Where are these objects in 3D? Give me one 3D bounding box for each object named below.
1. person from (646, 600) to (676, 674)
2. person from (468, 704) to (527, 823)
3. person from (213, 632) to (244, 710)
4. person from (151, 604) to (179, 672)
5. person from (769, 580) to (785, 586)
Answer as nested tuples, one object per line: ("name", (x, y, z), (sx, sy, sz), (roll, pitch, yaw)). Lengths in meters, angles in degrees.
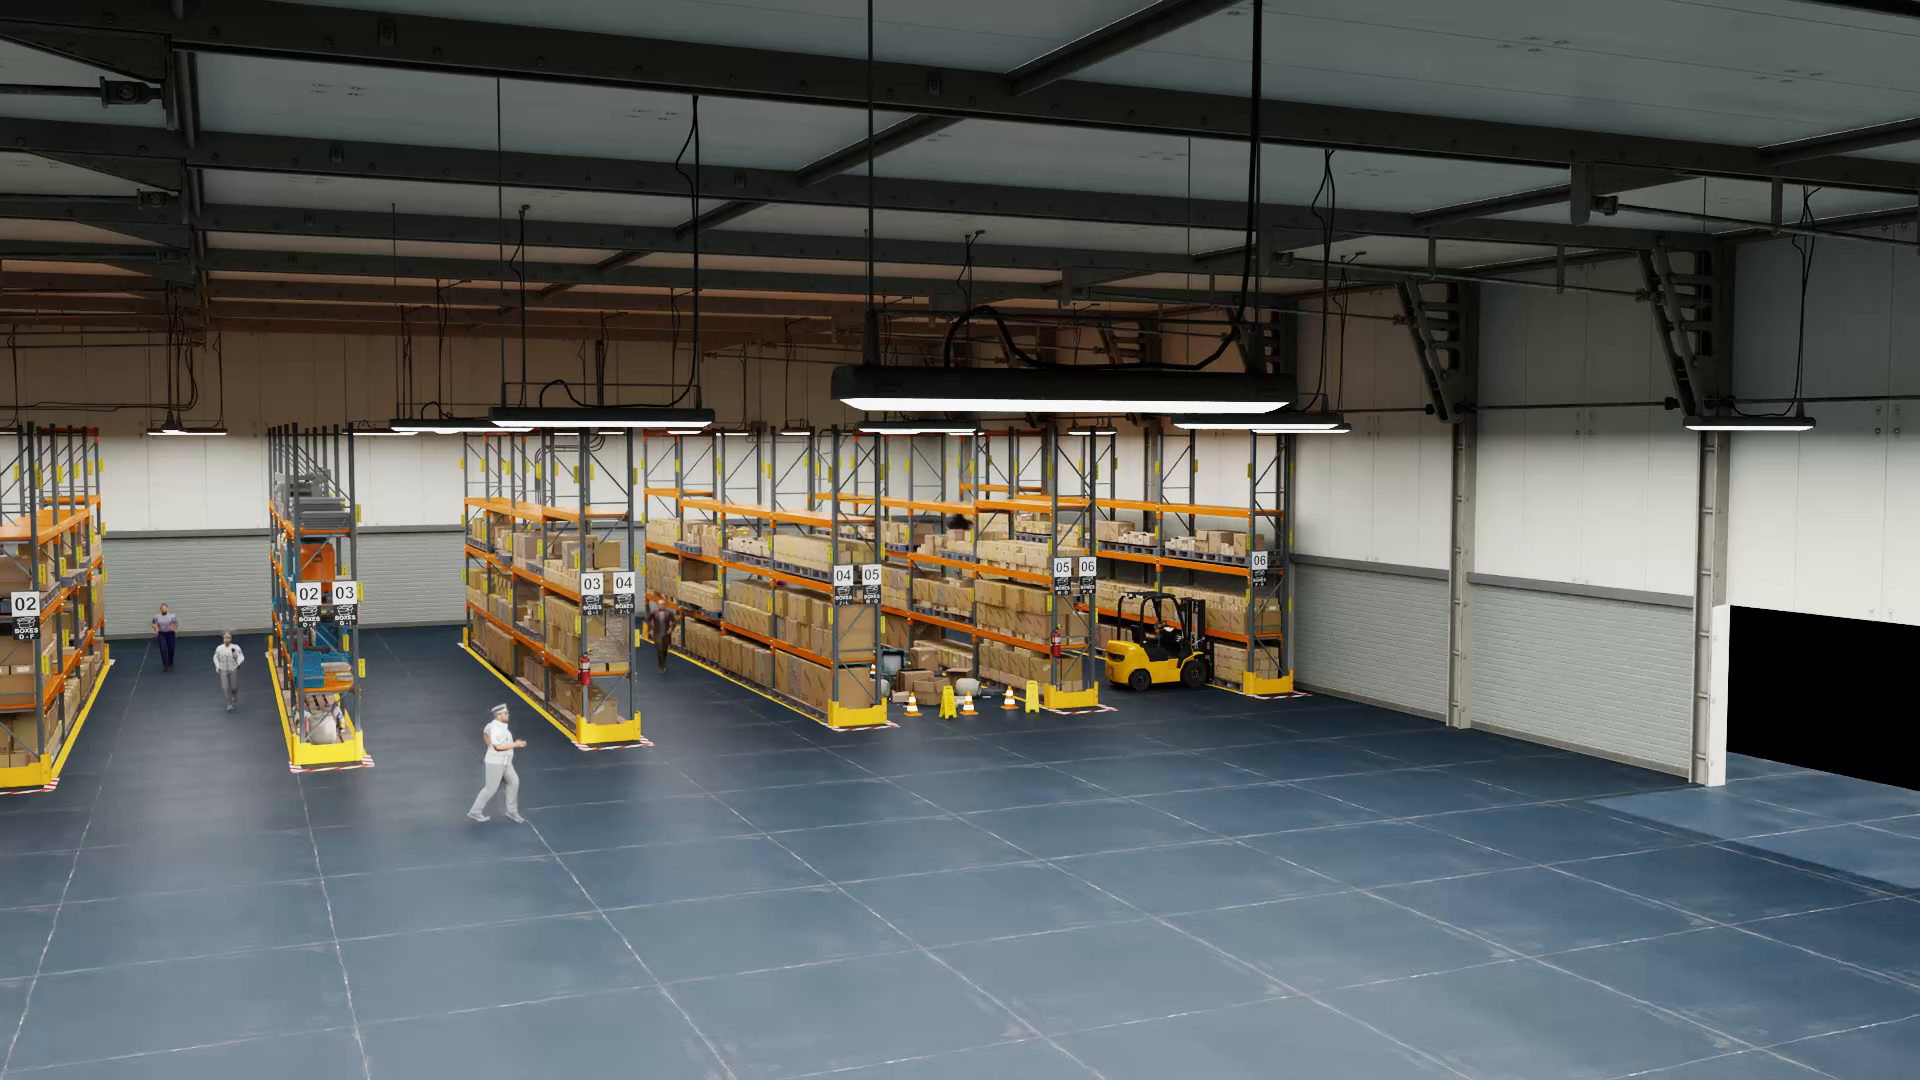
("person", (-7.333, 2.355, 40.878), (0.722, 1.782, 0.947), (-1, 4, -19))
("person", (-6.849, 3.335, 24.665), (0.866, 1.833, 0.603), (0, 3, -4))
("person", (-15.463, 2.747, 35.155), (0.606, 1.654, 0.599), (-1, 4, -18))
("person", (-19.618, 2.390, 41.057), (0.618, 1.638, 0.834), (-2, 4, -28))
("person", (-5.651, 1.742, 50.696), (0.981, 1.766, 0.705), (-2, 4, -28))
